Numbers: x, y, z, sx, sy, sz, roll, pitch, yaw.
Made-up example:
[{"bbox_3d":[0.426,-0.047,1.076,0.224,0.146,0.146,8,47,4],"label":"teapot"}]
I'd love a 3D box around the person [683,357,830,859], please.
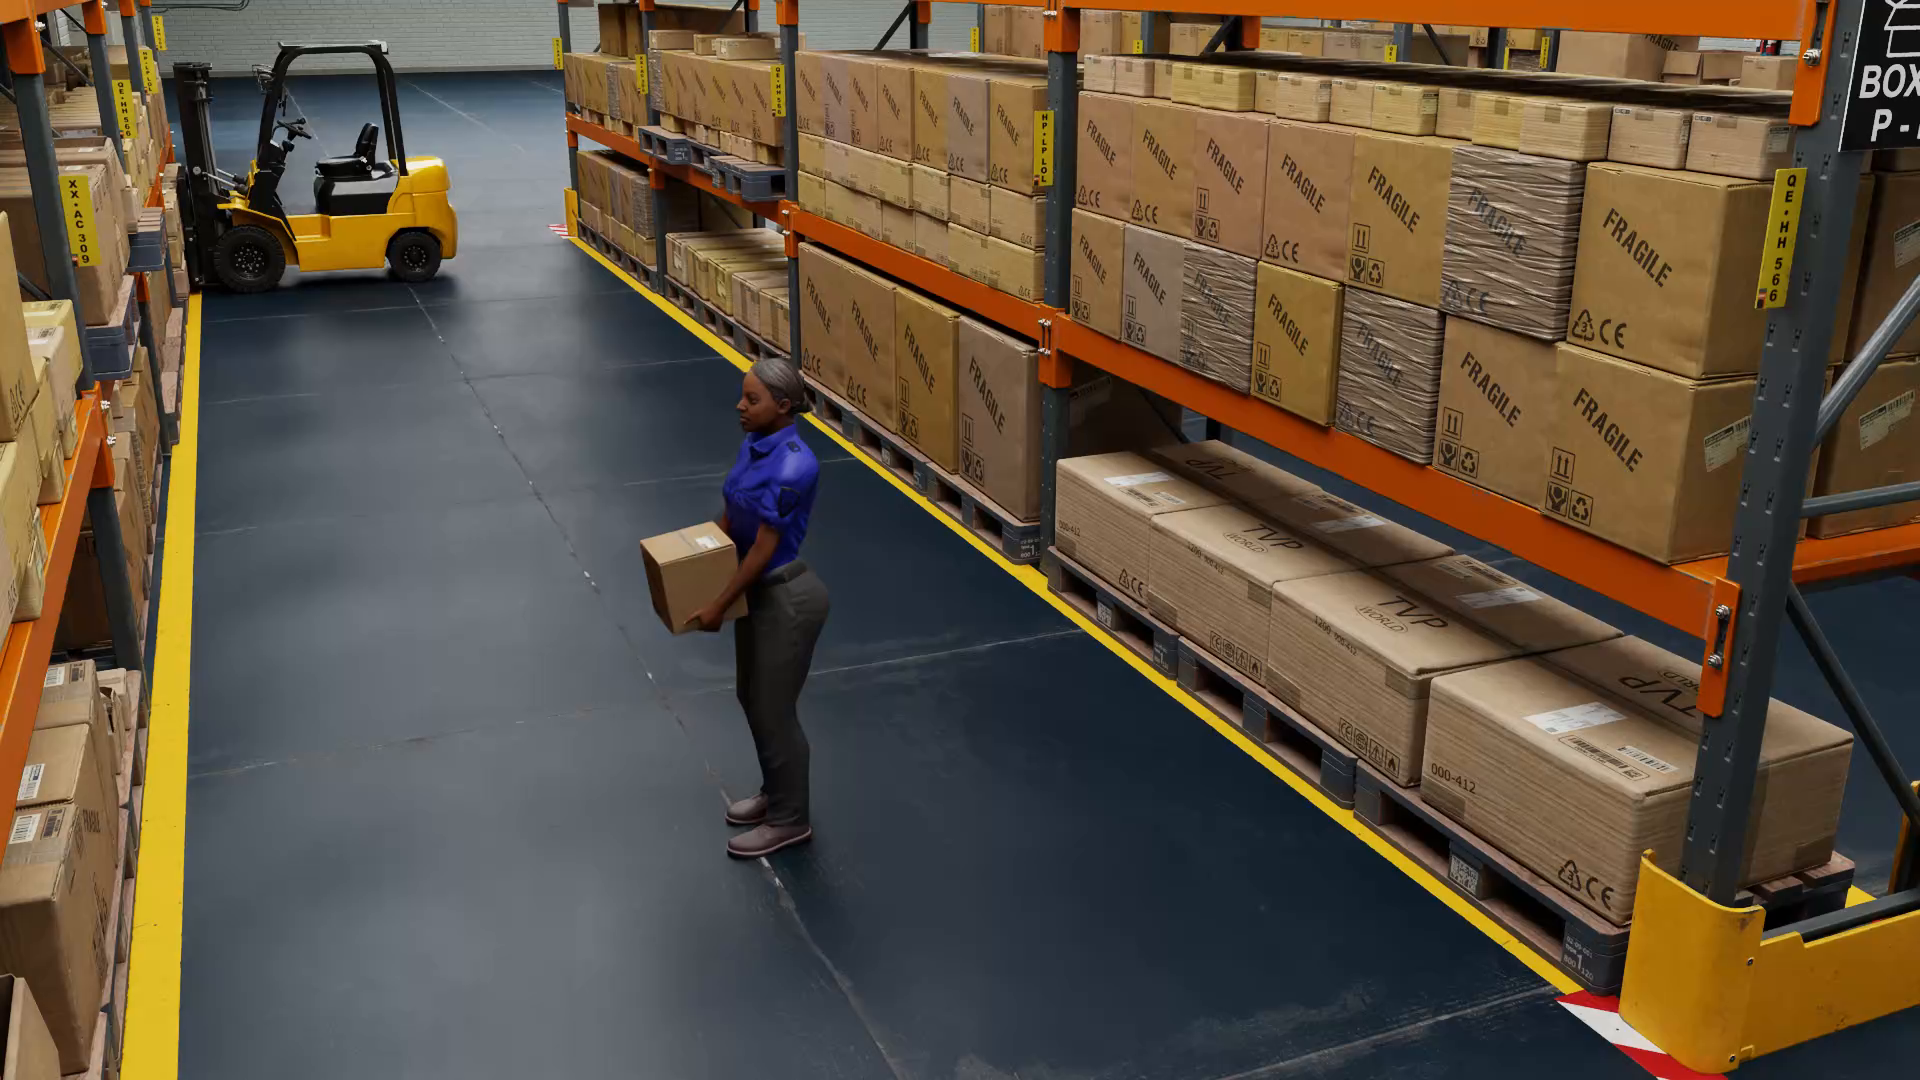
[{"bbox_3d":[-0.687,0.229,5.423,0.505,1.656,0.423,-8,21,-23],"label":"person"}]
